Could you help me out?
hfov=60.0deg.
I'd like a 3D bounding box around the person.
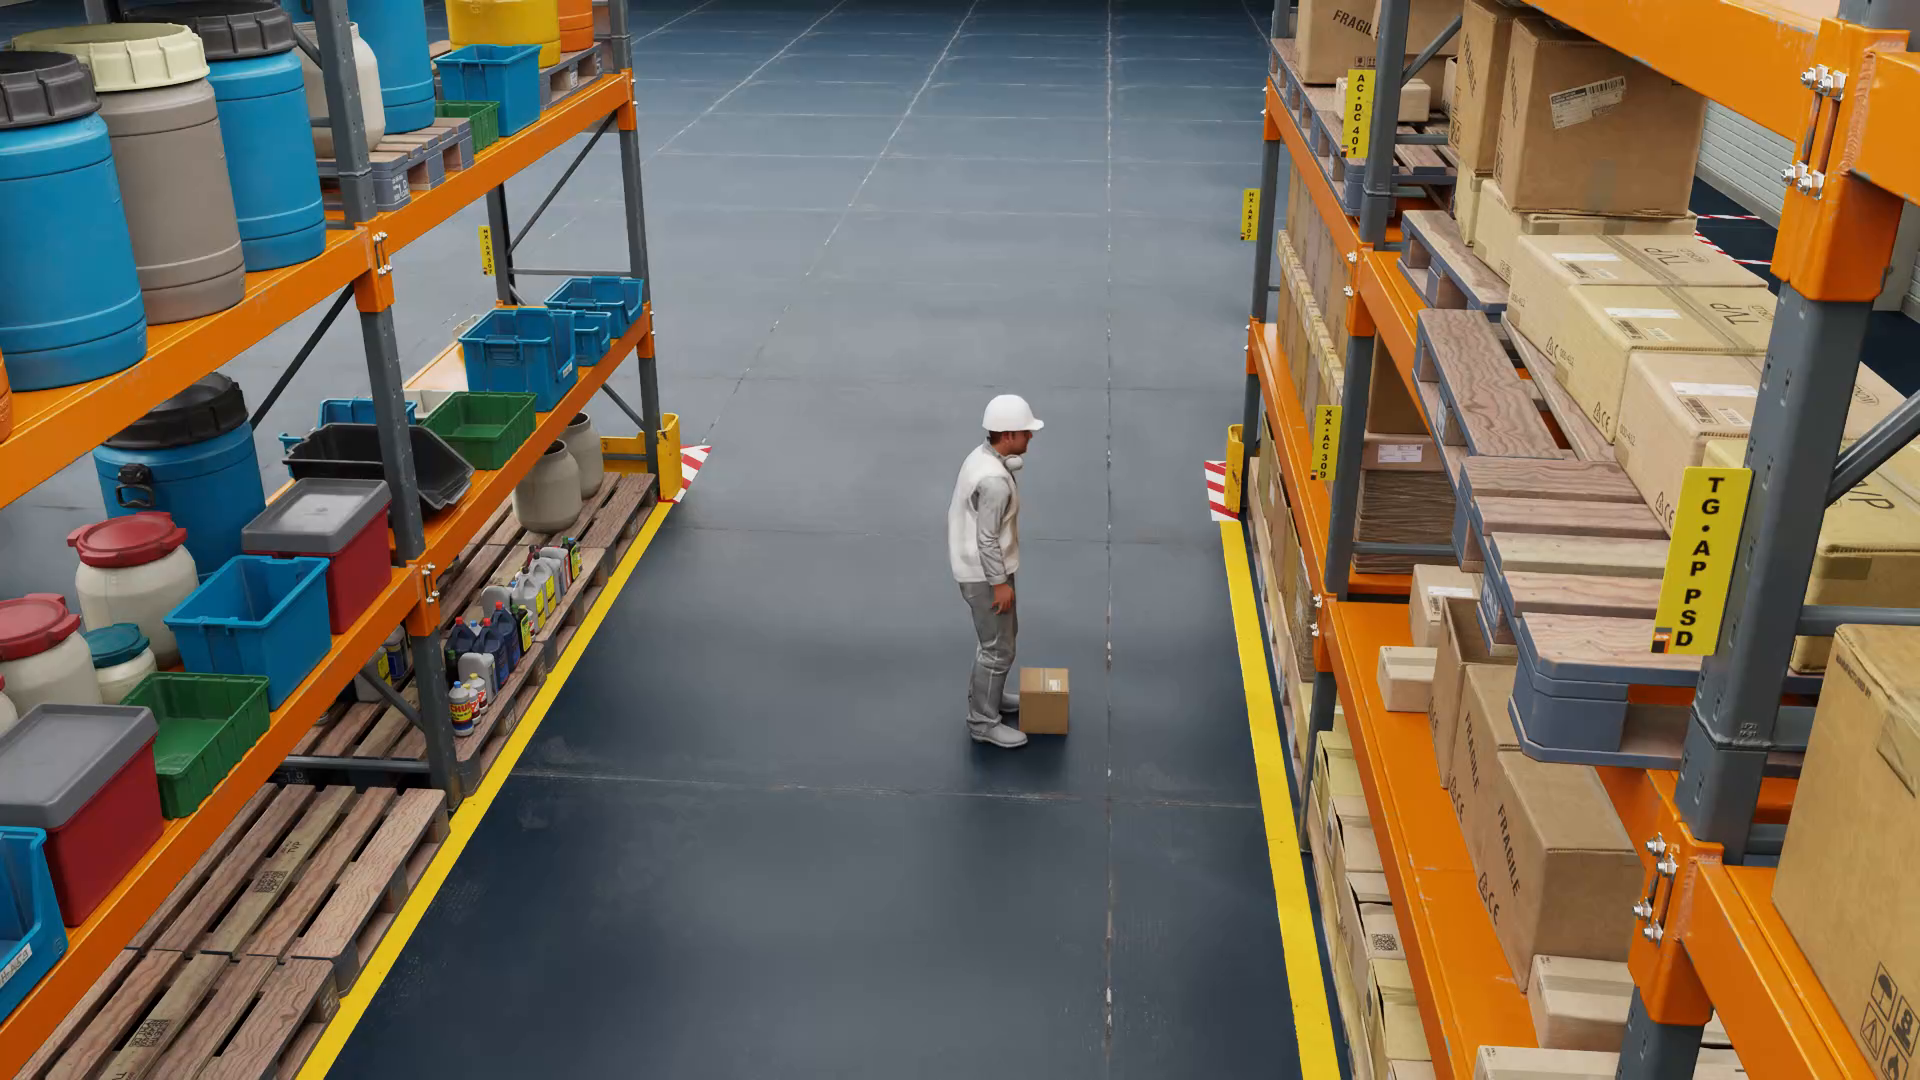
[{"bbox_3d":[0.172,0.130,8.288,0.463,1.769,0.593,0,24,1],"label":"person"}]
